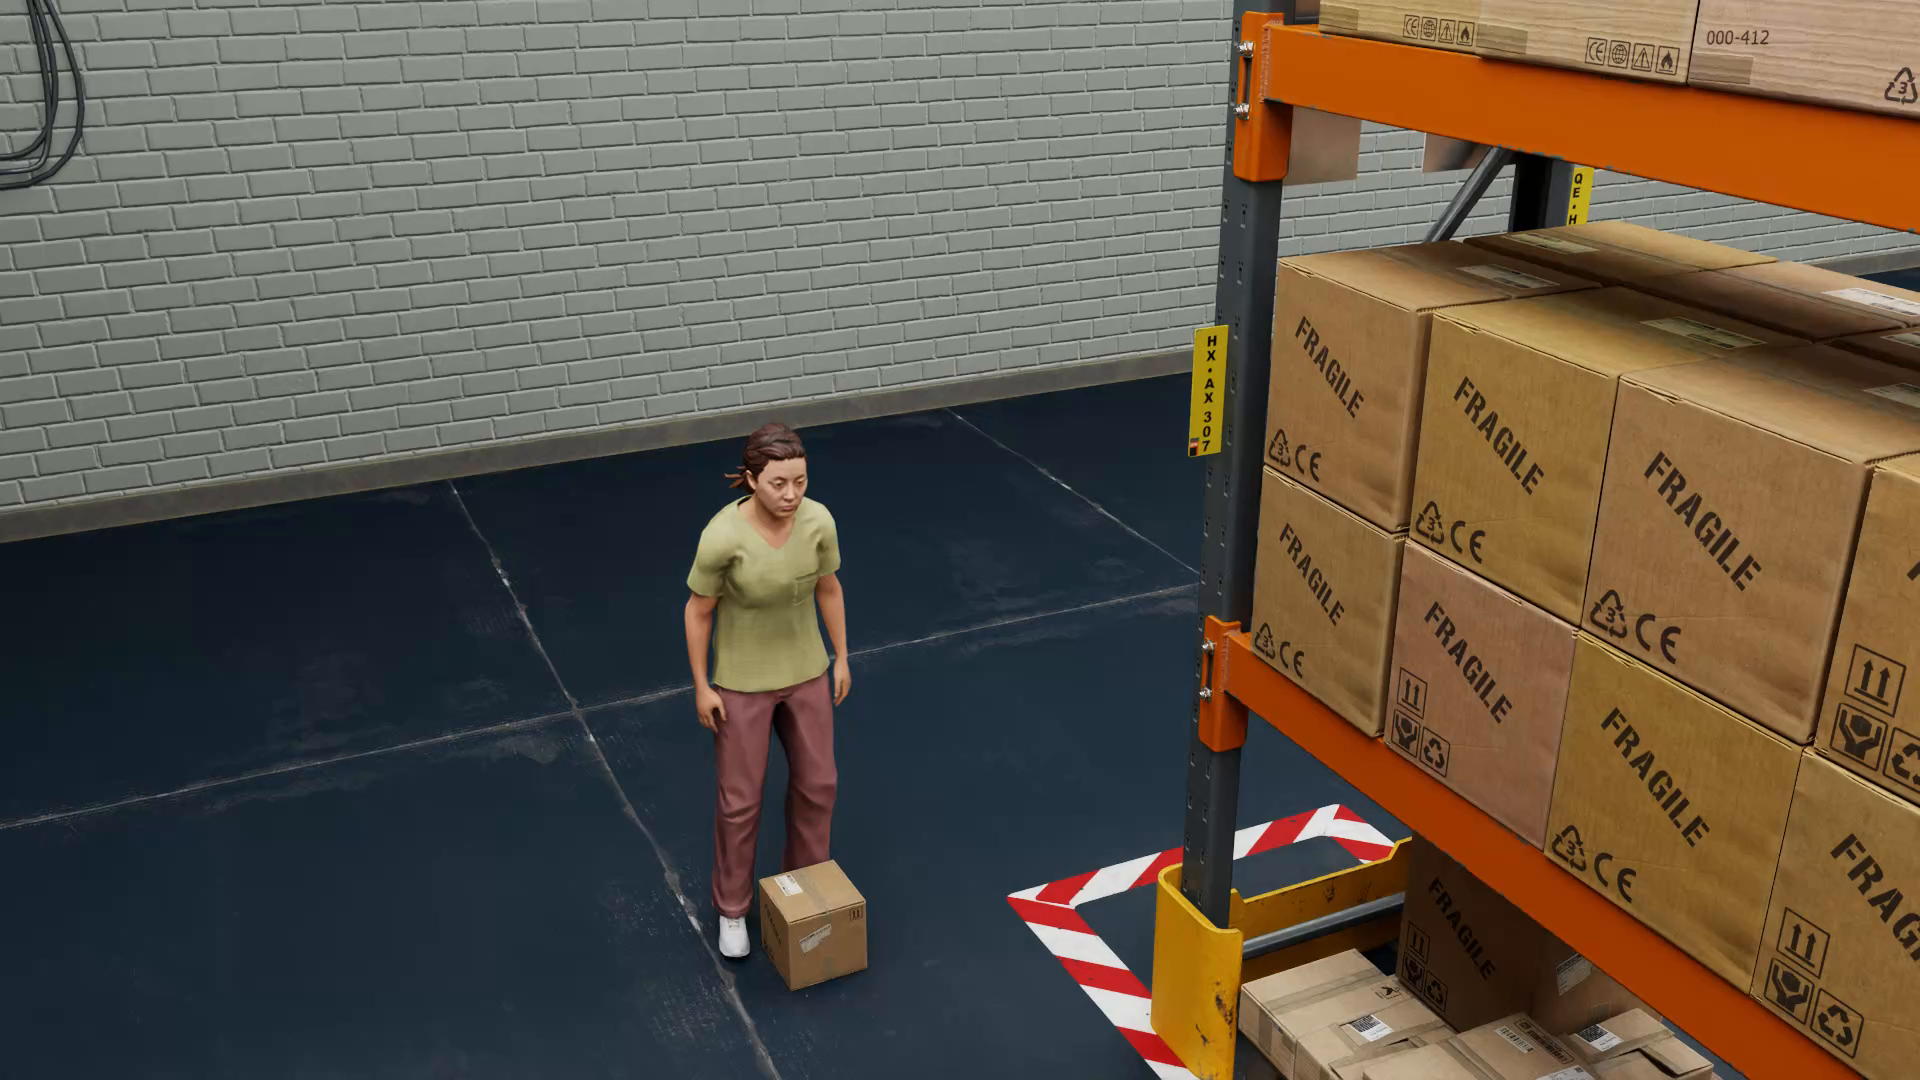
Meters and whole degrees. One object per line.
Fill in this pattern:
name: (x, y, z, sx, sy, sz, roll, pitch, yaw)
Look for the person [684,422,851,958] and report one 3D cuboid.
person: (-0.561, 0.435, 5.028, 0.508, 1.672, 0.353, -11, 25, -25)
